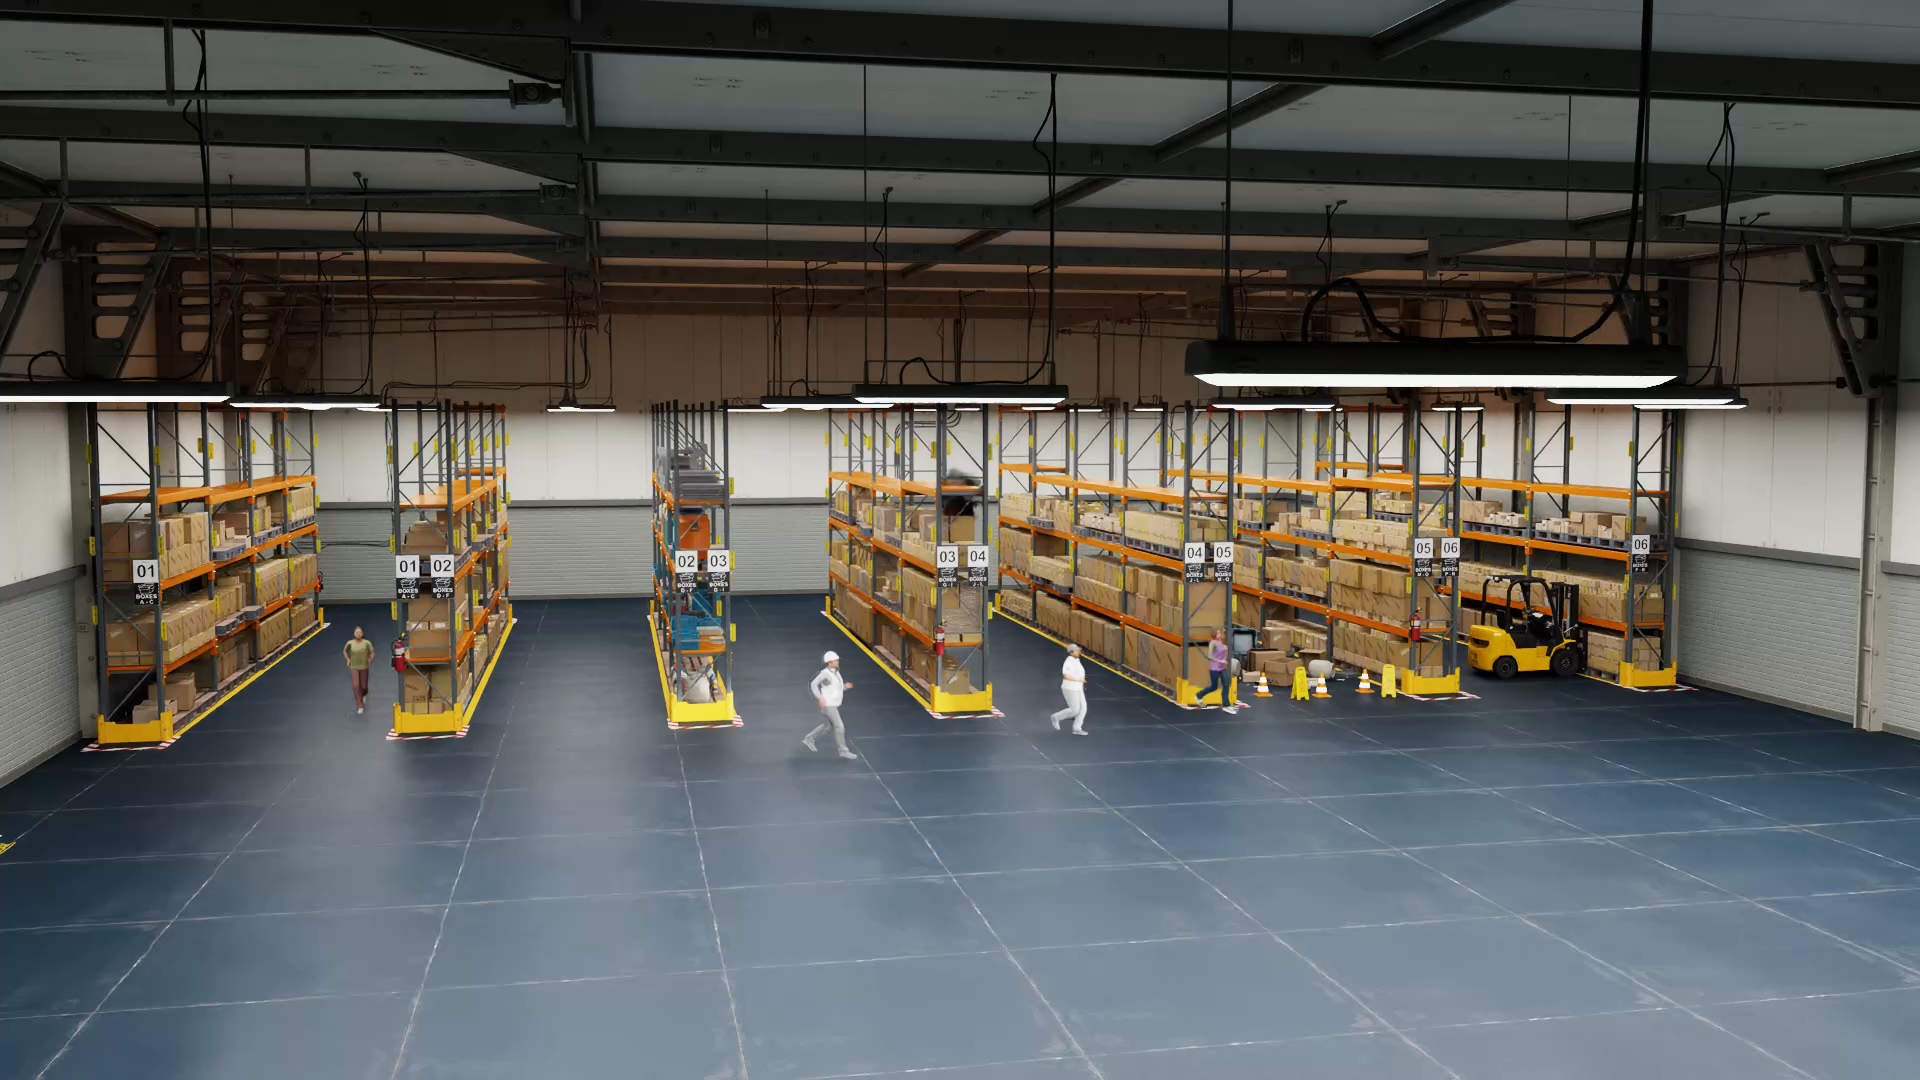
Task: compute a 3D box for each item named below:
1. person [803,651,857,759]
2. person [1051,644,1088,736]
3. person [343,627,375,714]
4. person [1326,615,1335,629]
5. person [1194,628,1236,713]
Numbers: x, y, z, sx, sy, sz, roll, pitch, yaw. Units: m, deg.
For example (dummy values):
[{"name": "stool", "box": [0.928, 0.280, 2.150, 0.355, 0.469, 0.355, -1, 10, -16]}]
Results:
[{"name": "person", "box": [-2.167, 2.727, 27.601, 0.972, 1.764, 0.653, 1, 4, 14]}, {"name": "person", "box": [1.978, 2.667, 29.740, 0.679, 1.630, 0.616, 2, 5, 22]}, {"name": "person", "box": [-11.607, 2.508, 32.131, 0.579, 1.625, 0.804, -1, 5, -18]}, {"name": "person", "box": [9.477, 1.648, 42.502, 0.608, 1.684, 0.942, -1, 4, -13]}, {"name": "person", "box": [4.838, 2.456, 31.374, 0.861, 1.576, 0.554, 3, 6, 39]}]
